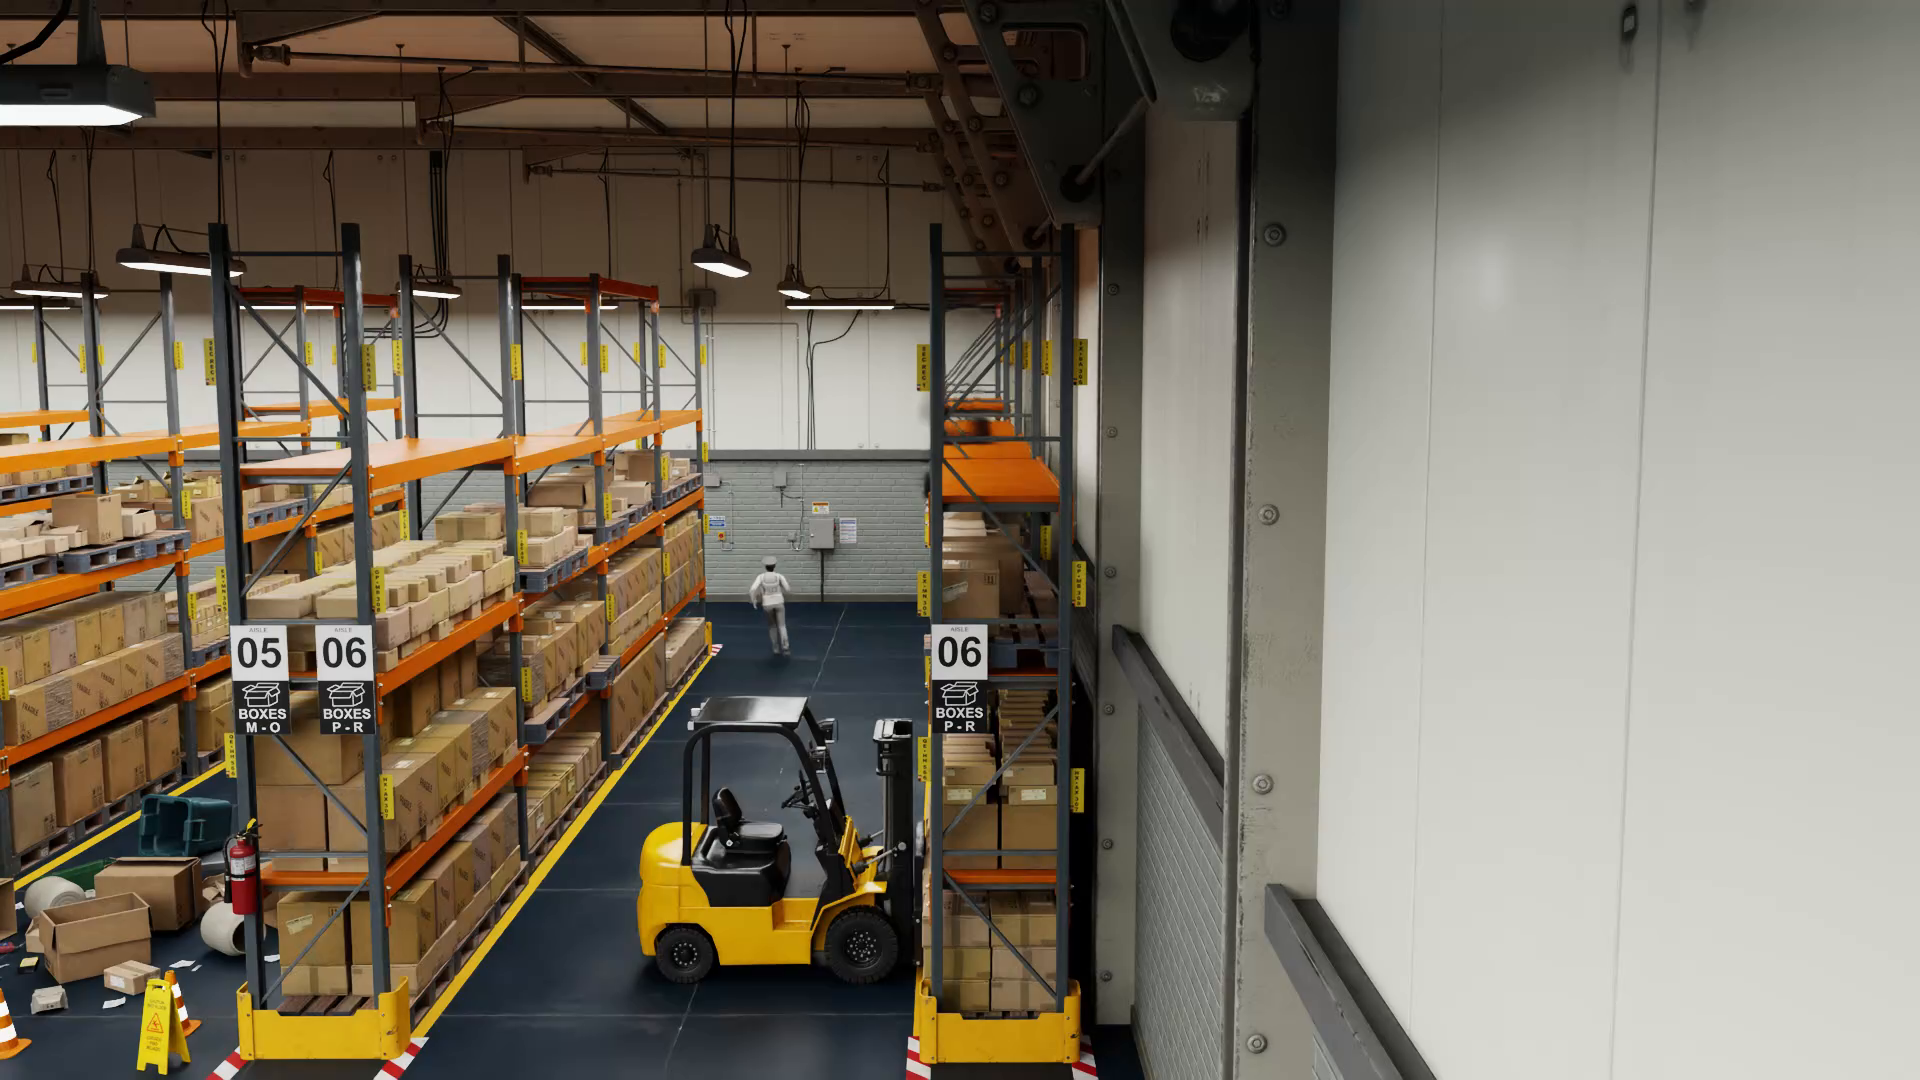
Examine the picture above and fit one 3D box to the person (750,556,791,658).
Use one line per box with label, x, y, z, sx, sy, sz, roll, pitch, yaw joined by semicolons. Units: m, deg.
person;-3.131;1.125;27.490;0.668;1.702;0.877;-1;7;-5
